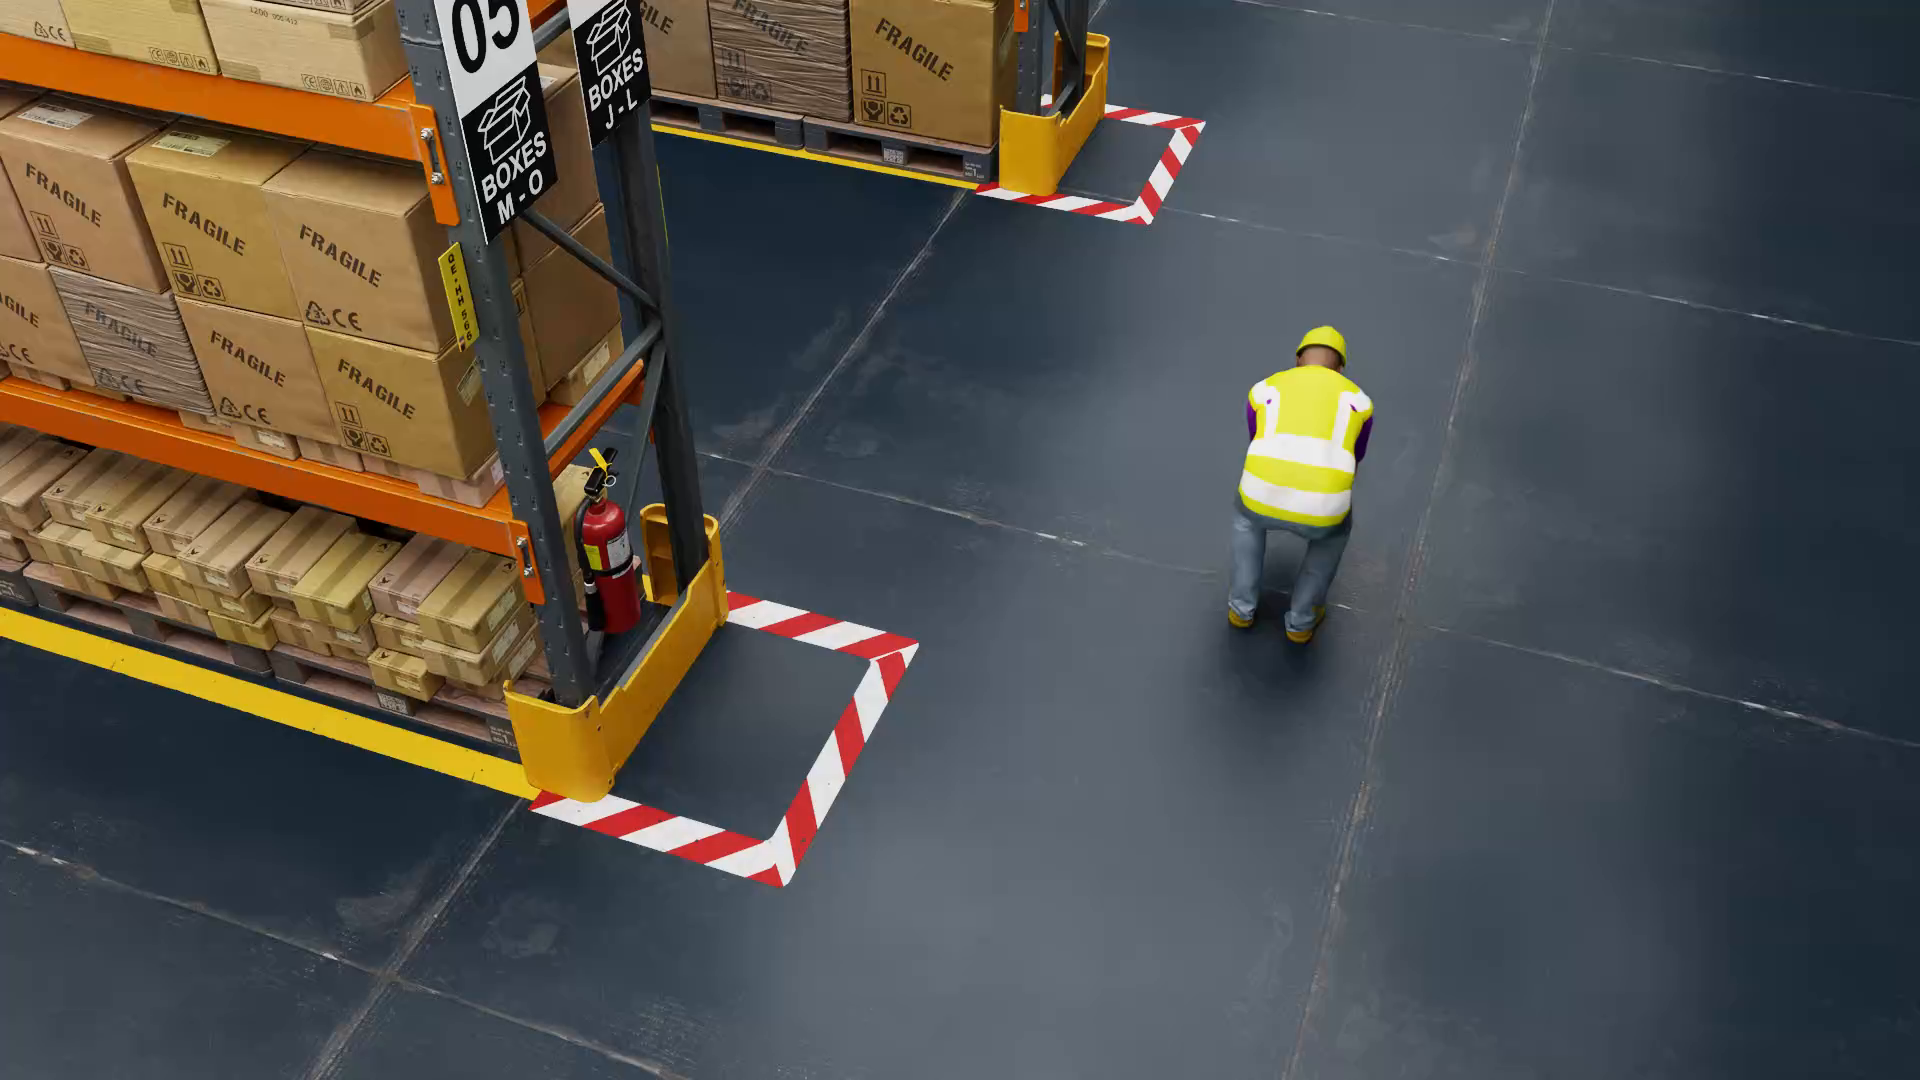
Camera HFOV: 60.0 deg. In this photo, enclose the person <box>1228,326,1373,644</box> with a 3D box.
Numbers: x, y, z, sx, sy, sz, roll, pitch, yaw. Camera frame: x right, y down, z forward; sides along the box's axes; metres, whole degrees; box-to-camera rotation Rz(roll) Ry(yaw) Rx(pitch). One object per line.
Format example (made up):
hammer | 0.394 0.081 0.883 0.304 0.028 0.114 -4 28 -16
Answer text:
person | 1.390 -0.212 6.885 0.510 1.102 0.964 12 43 13
